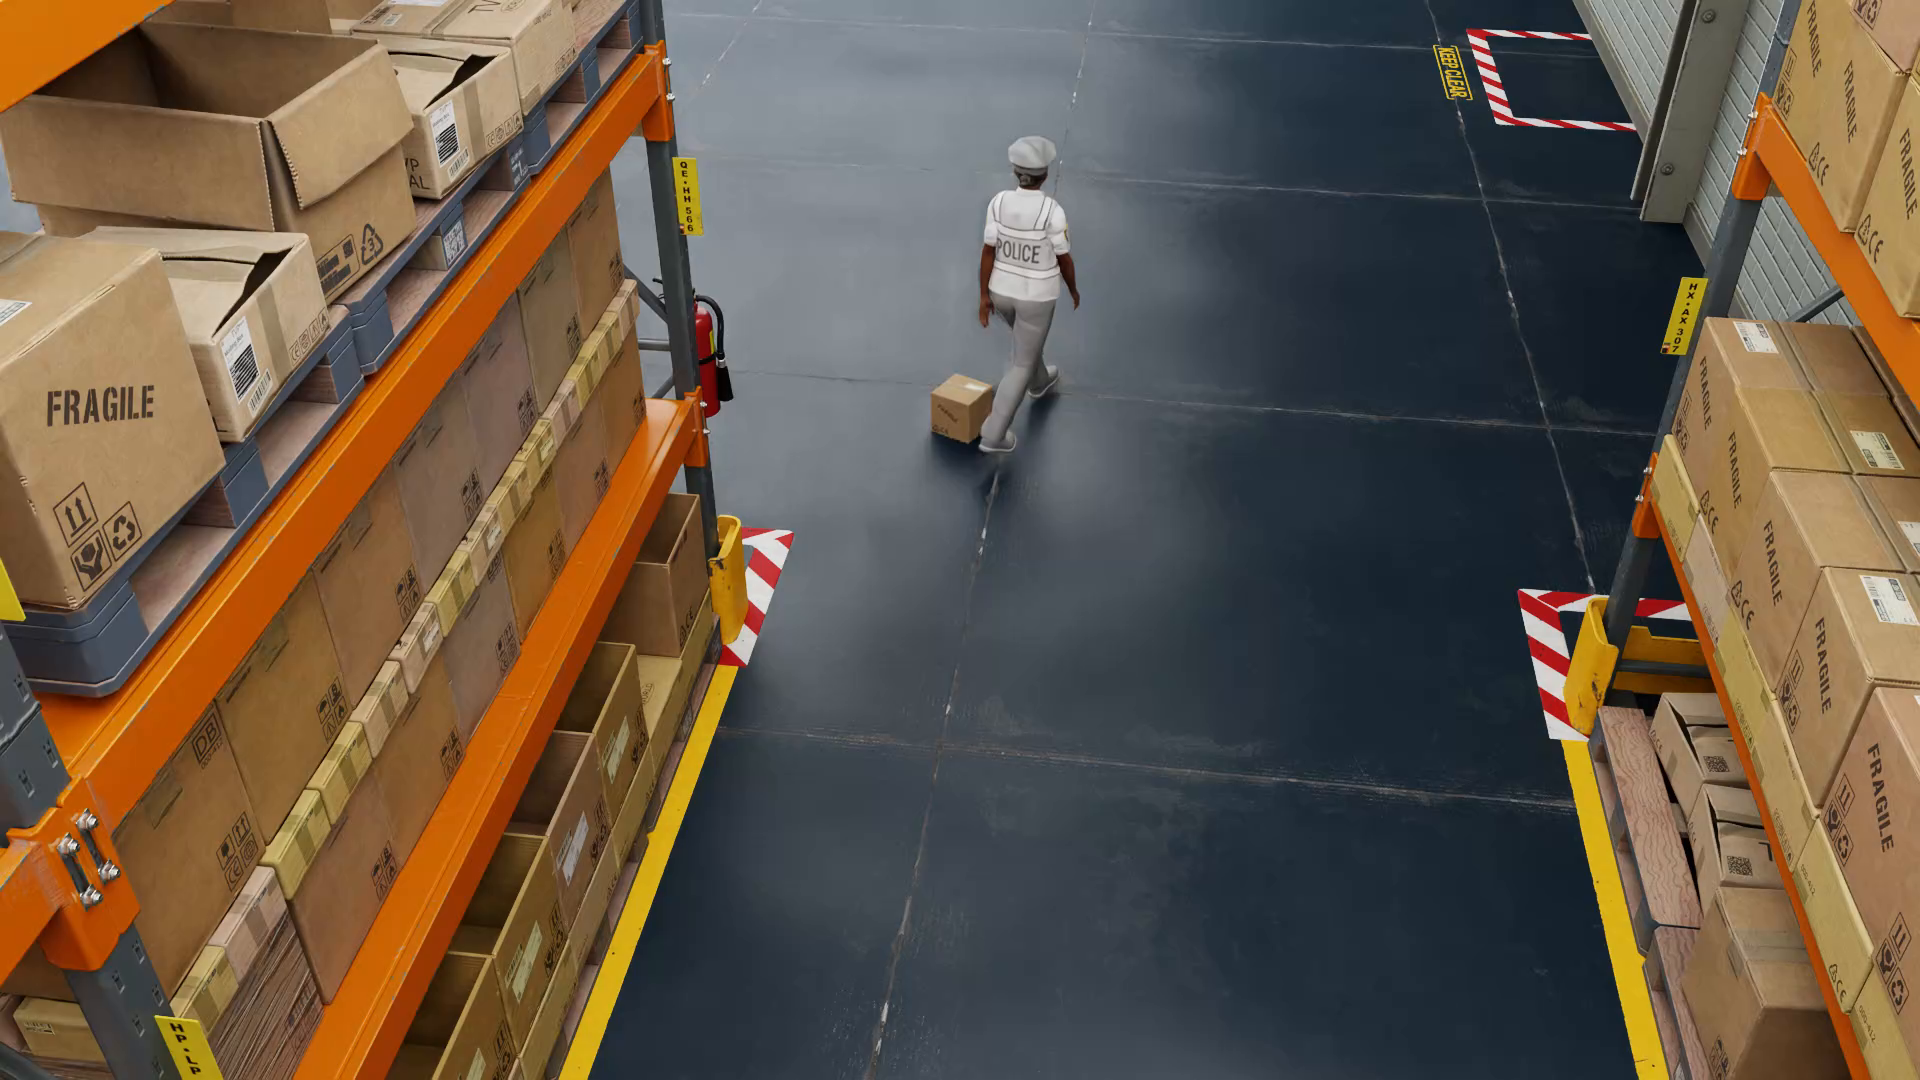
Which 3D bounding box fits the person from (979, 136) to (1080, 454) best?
[{"bbox_3d":[0.343,-1.312,8.810,0.454,1.609,1.068,21,41,26],"label":"person"}]
